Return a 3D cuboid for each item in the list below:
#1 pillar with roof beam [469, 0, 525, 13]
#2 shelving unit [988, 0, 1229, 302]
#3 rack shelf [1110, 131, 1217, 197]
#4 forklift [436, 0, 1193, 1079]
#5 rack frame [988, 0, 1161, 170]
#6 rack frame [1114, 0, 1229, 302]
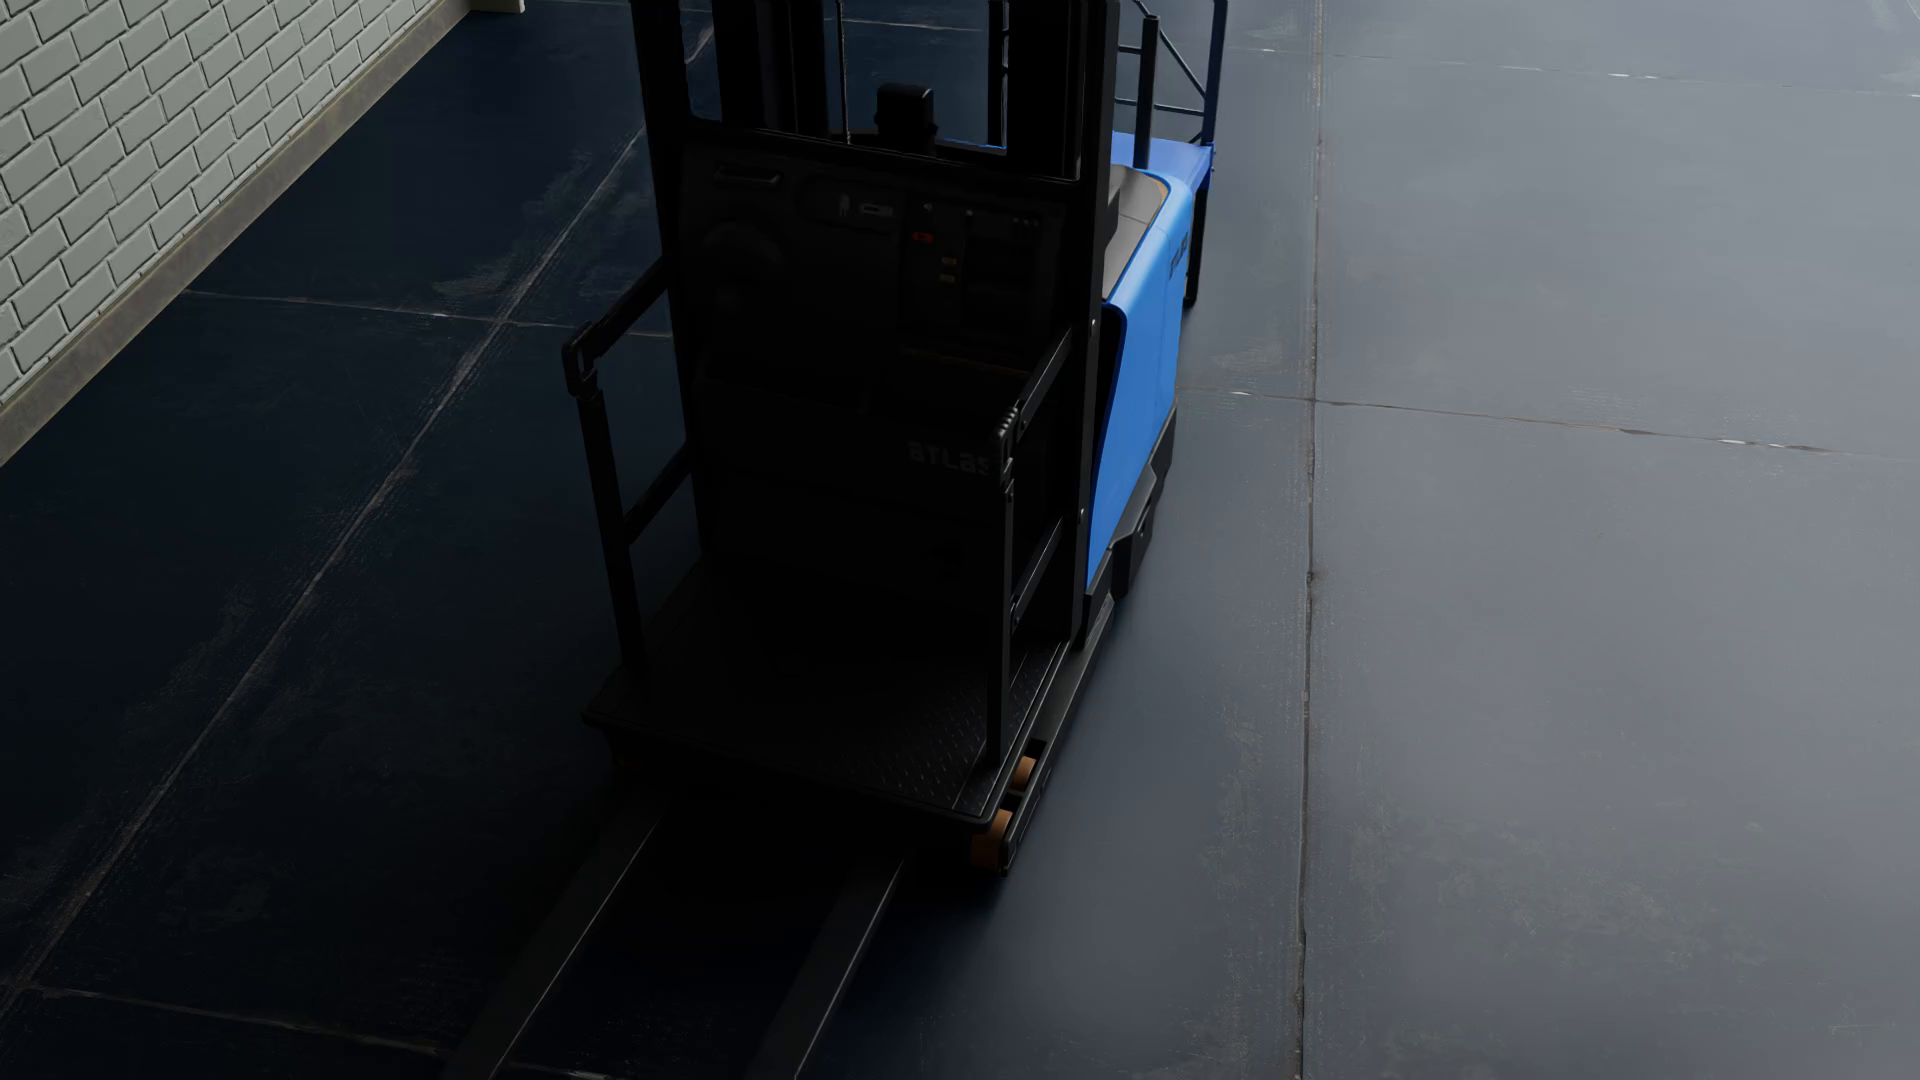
[{"bbox_3d":[1.877,-5.829,5.239,9.100,9.000,0.400,6,40,8],"label":"pillar with roof beam"},{"bbox_3d":[0.498,-1.247,5.581,0.538,1.500,1.048,13,41,15],"label":"shelving unit"},{"bbox_3d":[0.498,-1.108,5.696,0.538,0.185,1.000,13,41,15],"label":"rack shelf"},{"bbox_3d":[-0.286,-0.588,3.661,1.130,2.935,3.031,13,41,15],"label":"forklift"},{"bbox_3d":[0.325,-0.942,5.213,0.500,1.500,0.032,13,41,15],"label":"rack frame"},{"bbox_3d":[0.671,-1.551,5.949,0.500,1.500,0.032,13,41,15],"label":"rack frame"}]
